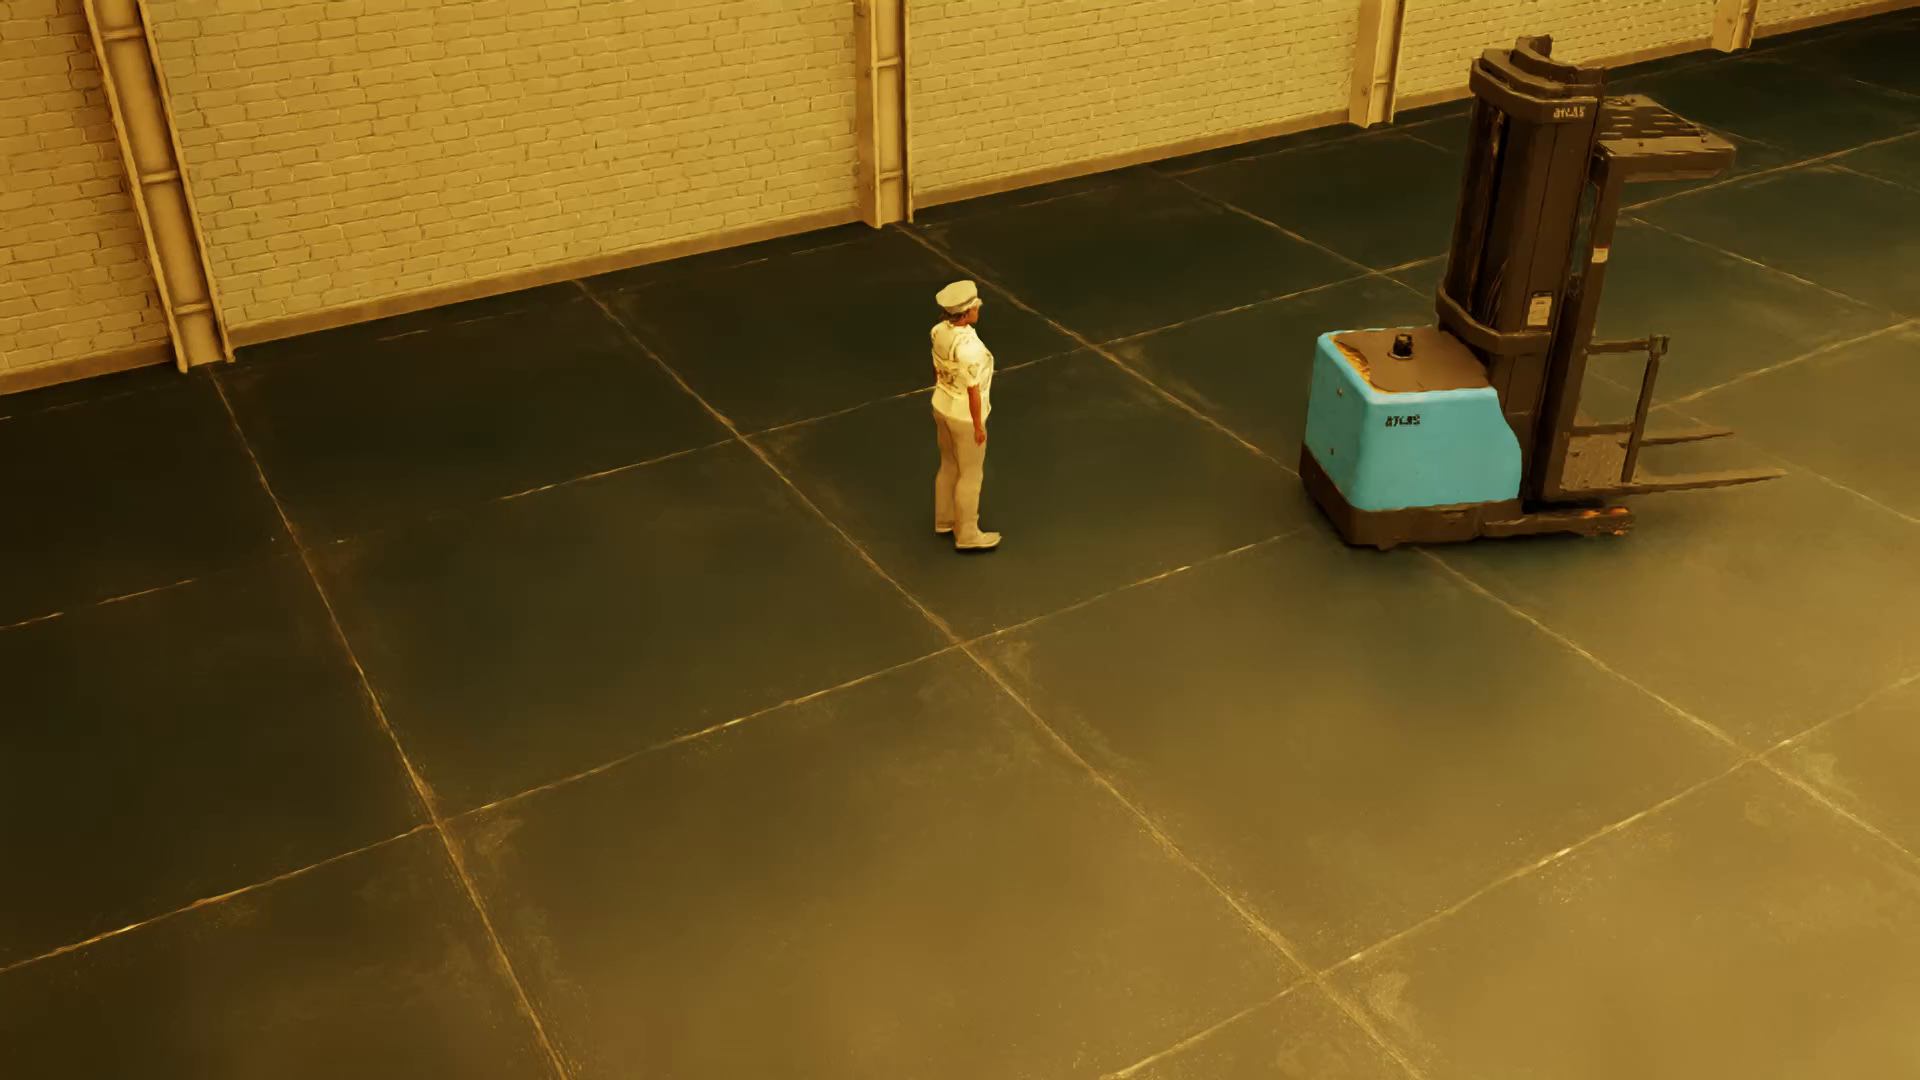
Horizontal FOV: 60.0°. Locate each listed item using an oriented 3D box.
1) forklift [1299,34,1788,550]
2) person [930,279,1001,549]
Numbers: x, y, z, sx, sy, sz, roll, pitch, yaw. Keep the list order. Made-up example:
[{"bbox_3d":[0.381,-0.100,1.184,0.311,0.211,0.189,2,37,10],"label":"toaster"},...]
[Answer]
[{"bbox_3d":[3.826,-1.542,10.223,3.031,2.935,1.130,-5,31,-8],"label":"forklift"},{"bbox_3d":[0.021,-0.760,10.050,0.338,1.692,0.446,-17,35,-26],"label":"person"}]
